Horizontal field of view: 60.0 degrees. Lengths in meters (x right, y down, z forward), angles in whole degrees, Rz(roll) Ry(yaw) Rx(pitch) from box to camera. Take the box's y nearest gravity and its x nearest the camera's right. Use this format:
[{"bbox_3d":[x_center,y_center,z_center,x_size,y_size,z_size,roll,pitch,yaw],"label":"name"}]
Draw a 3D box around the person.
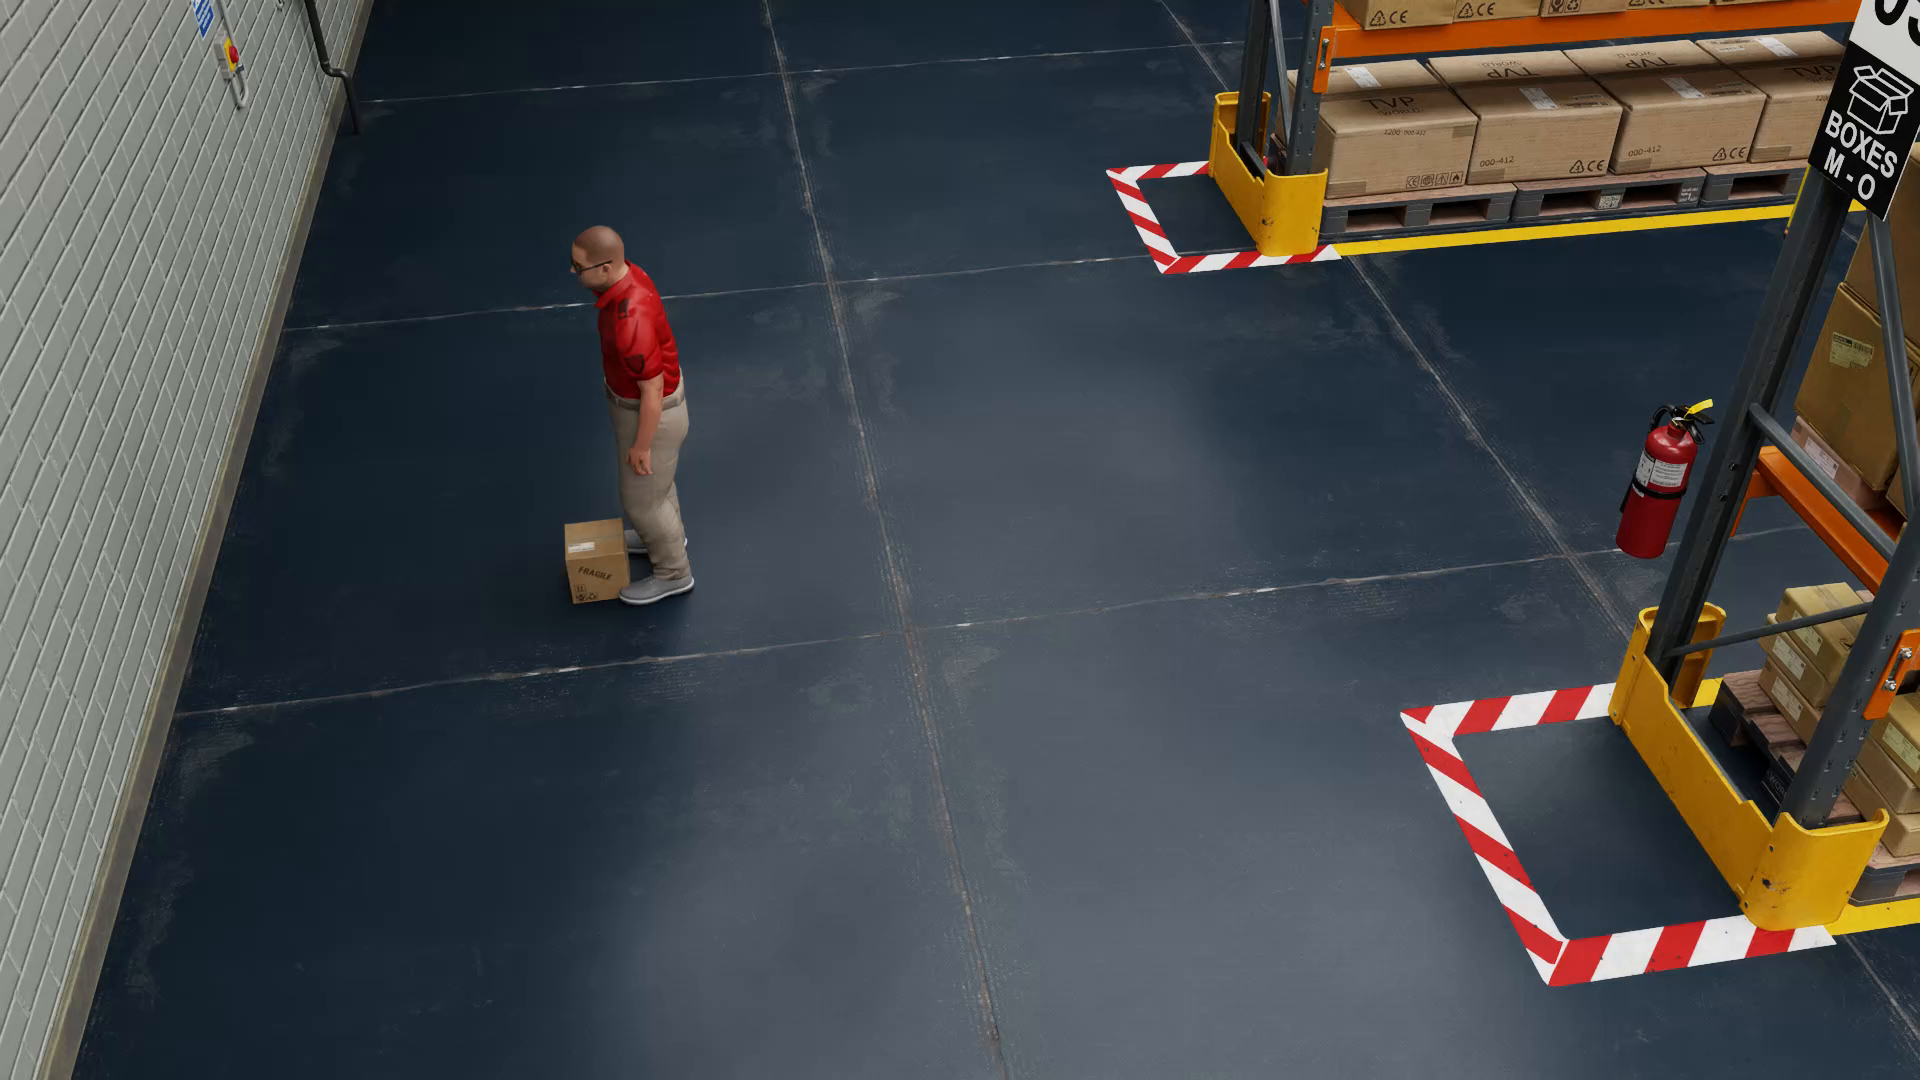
[{"bbox_3d":[-1.320,-0.524,6.826,0.394,1.726,0.604,-9,39,-11],"label":"person"}]
